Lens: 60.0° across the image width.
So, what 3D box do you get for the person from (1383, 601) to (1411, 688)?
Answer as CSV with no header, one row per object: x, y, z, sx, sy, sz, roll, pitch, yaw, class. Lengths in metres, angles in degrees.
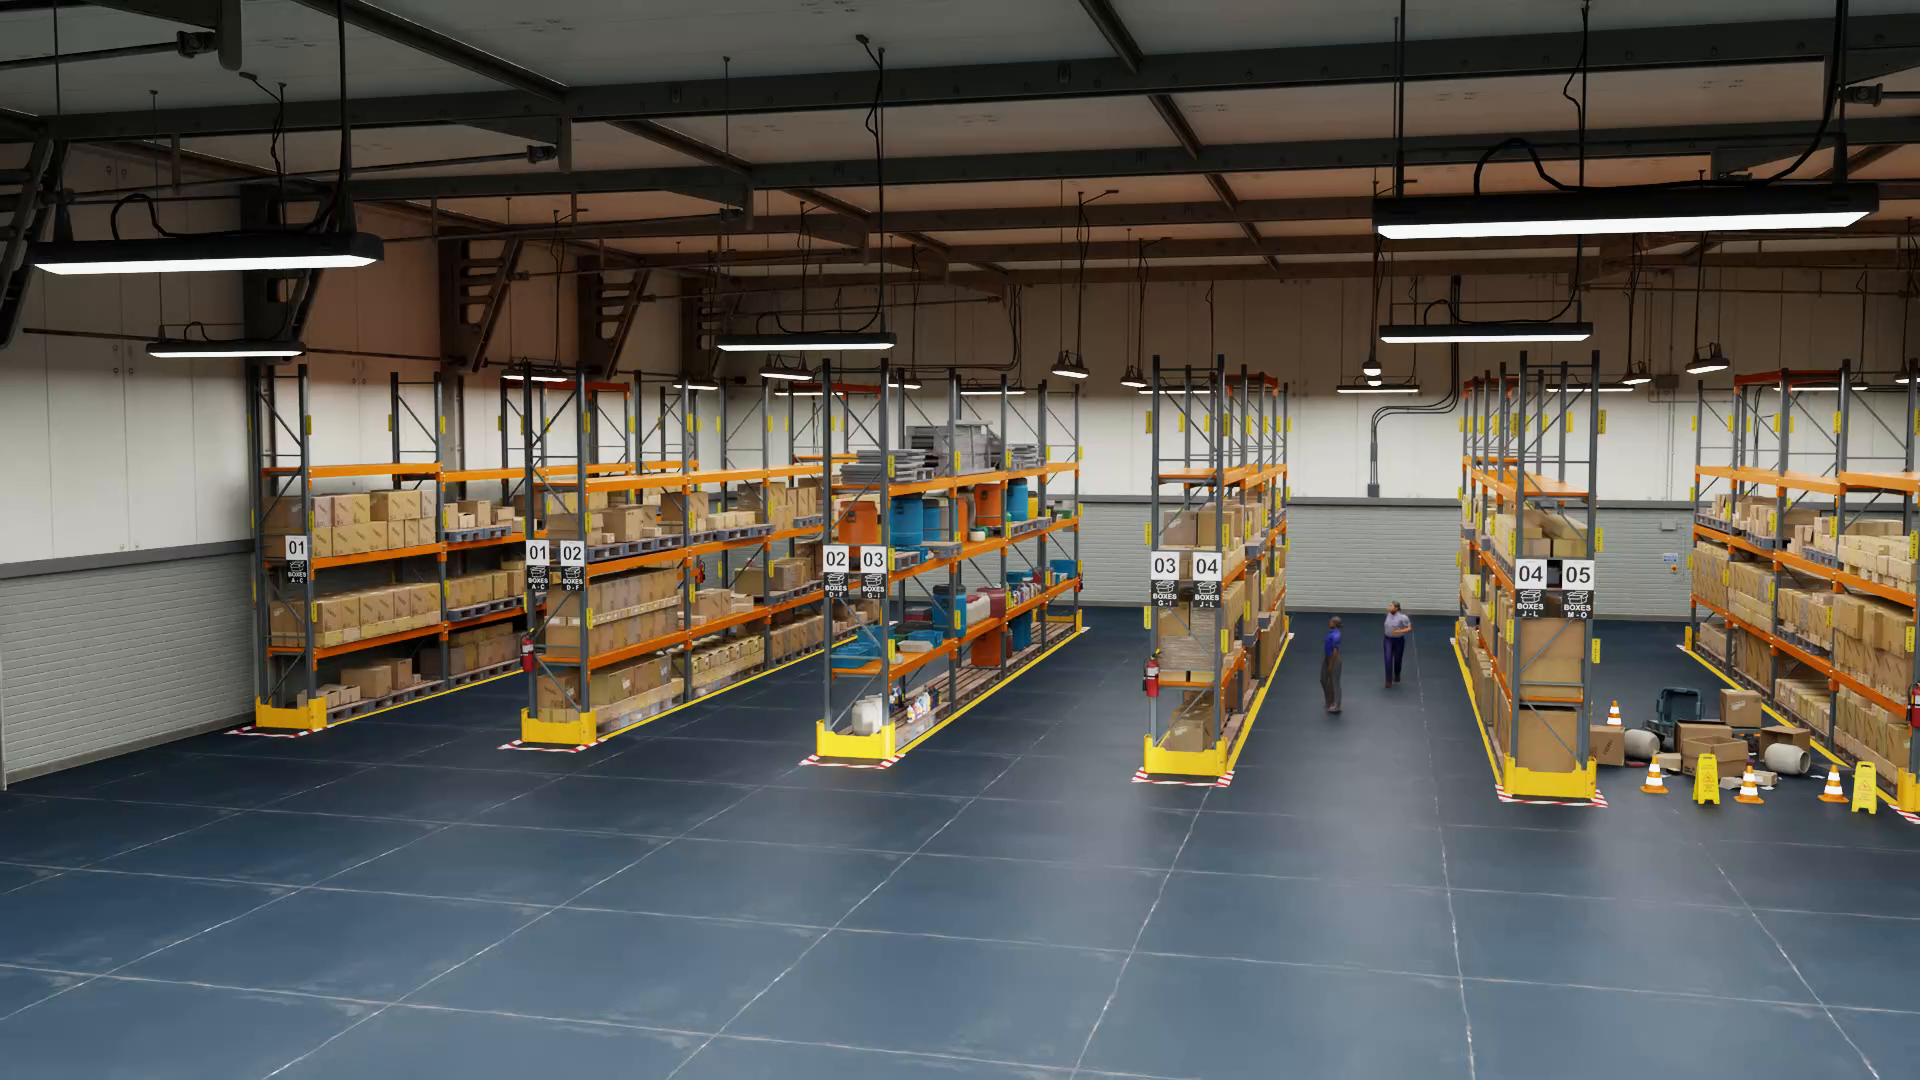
8.360,1.969,31.822,0.533,1.602,1.018,1,4,17,person

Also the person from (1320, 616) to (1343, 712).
6.543,2.193,29.227,0.349,1.719,0.511,-1,4,-12,person

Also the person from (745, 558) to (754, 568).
-5.101,1.344,40.376,0.411,1.787,0.616,2,4,28,person
